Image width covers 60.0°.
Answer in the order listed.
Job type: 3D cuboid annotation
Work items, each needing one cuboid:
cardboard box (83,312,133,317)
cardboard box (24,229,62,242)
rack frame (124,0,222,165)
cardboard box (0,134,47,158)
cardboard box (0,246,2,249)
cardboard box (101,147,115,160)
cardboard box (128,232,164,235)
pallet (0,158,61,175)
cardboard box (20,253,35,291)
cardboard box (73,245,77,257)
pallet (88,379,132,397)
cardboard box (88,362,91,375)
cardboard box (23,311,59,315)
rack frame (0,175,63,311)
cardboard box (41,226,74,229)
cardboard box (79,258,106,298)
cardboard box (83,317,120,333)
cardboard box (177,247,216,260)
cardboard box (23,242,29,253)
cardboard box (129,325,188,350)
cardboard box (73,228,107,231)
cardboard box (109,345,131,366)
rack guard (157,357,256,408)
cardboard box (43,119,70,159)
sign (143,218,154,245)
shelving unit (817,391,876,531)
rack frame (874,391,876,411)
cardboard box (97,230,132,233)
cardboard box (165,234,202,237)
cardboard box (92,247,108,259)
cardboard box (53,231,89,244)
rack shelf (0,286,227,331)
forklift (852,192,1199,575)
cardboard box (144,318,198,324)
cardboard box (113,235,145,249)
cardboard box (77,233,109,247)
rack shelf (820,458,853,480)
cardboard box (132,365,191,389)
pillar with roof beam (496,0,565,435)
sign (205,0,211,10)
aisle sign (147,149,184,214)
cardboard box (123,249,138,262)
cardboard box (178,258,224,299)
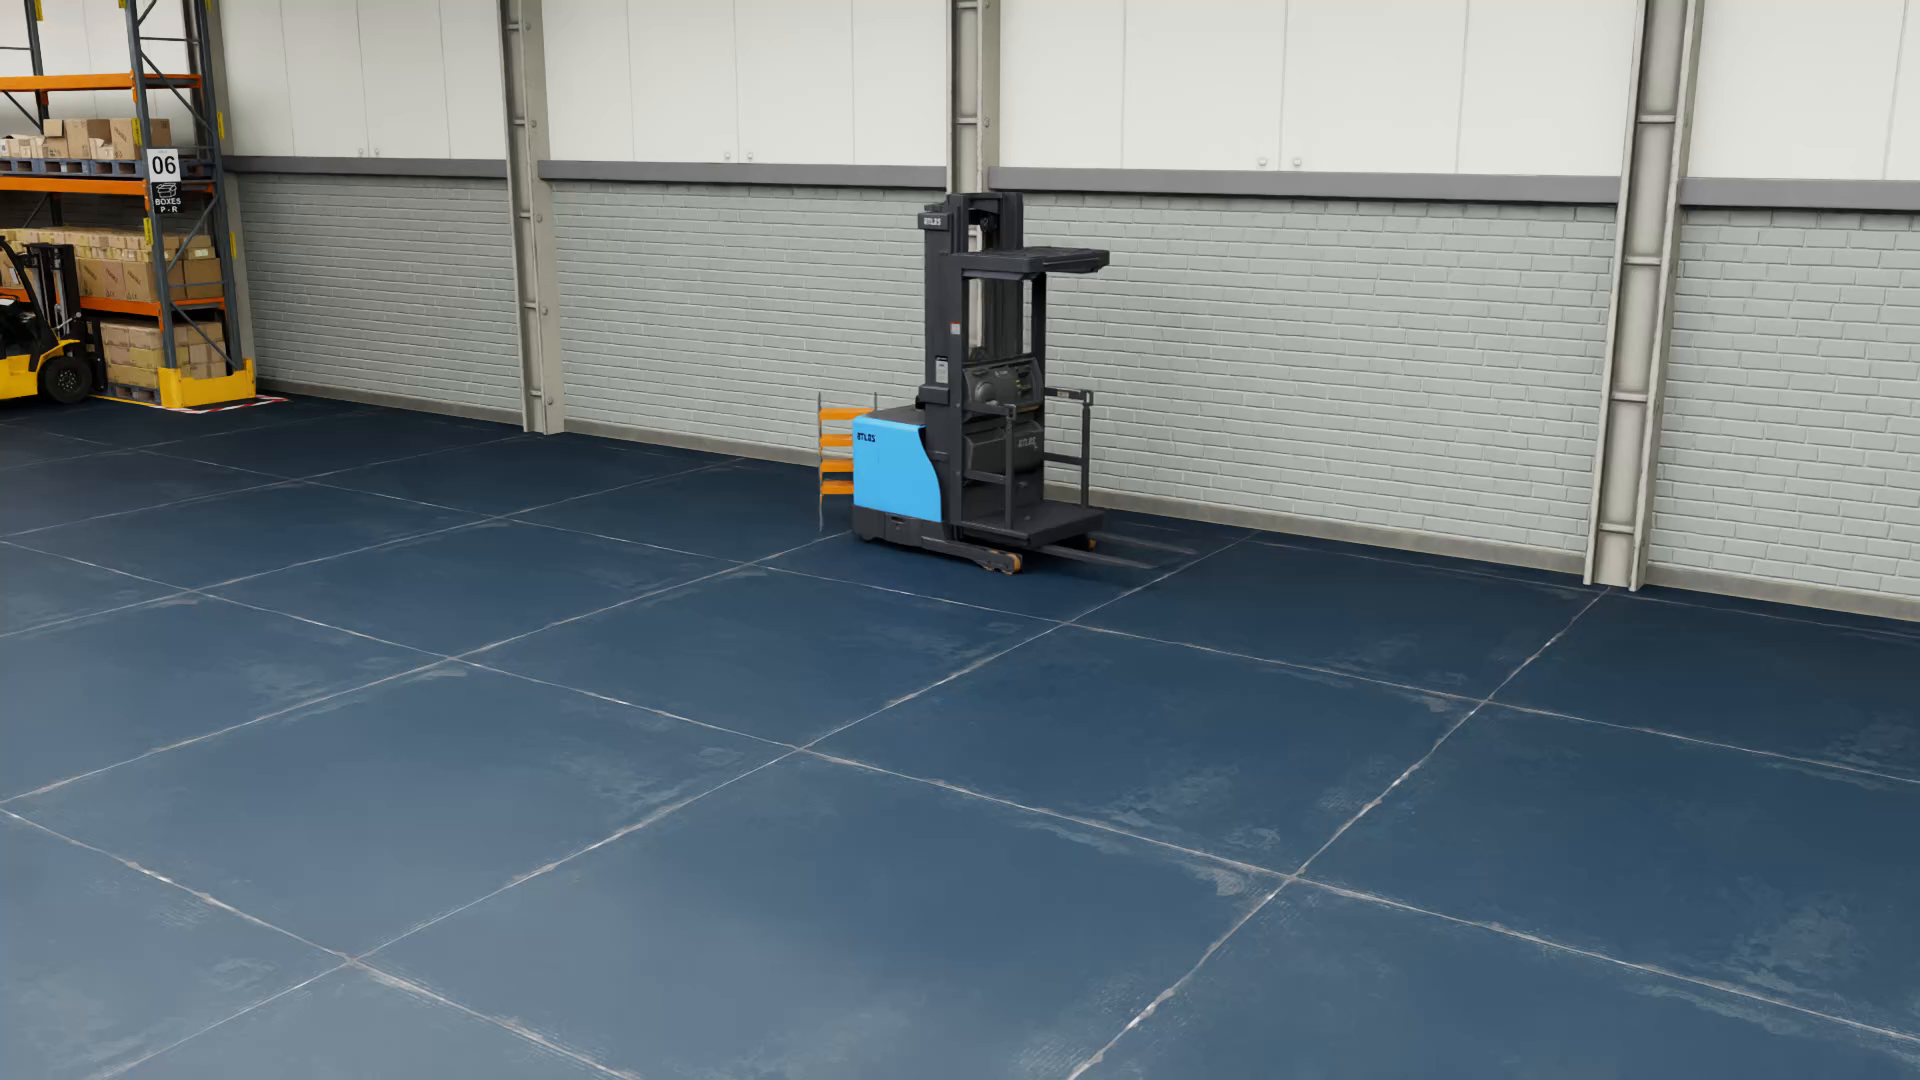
[{"bbox_3d":[-11.724,-2.988,22.919,0.500,0.250,0.500,9,17,33],"label":"cardboard box"},{"bbox_3d":[-12.498,-4.153,22.680,0.250,0.149,0.380,9,16,32],"label":"cardboard box"},{"bbox_3d":[-9.762,-6.172,20.529,0.127,3.000,1.000,9,17,33],"label":"rack frame"},{"bbox_3d":[-12.527,-5.301,22.358,0.500,0.311,0.500,10,17,34],"label":"cardboard box"},{"bbox_3d":[-13.489,-4.161,23.333,0.250,0.149,0.380,10,17,35],"label":"cardboard box"},{"bbox_3d":[-10.619,-4.897,21.062,0.250,0.149,0.380,9,16,31],"label":"cardboard box"},{"bbox_3d":[-10.777,-3.996,22.048,0.250,0.149,0.380,10,17,35],"label":"cardboard box"},{"bbox_3d":[-12.359,-5.100,22.626,1.213,0.211,1.003,9,17,33],"label":"pallet"},{"bbox_3d":[-12.417,-3.667,22.686,0.500,0.500,0.500,10,17,34],"label":"cardboard box"},{"bbox_3d":[-11.692,-3.853,22.089,0.250,0.149,0.380,9,16,32],"label":"cardboard box"},{"bbox_3d":[-11.428,-2.165,22.627,1.213,0.211,1.003,9,17,33],"label":"pallet"},{"bbox_3d":[-11.589,-2.332,22.349,0.500,0.250,0.500,10,17,35],"label":"cardboard box"},{"bbox_3d":[-12.855,-3.024,23.062,0.500,0.250,0.500,9,16,32],"label":"cardboard box"},{"bbox_3d":[-13.081,-3.796,23.417,0.127,3.000,1.000,9,17,33],"label":"rack frame"},{"bbox_3d":[-12.648,-4.322,23.362,0.250,0.149,0.380,9,17,33],"label":"cardboard box"},{"bbox_3d":[-11.168,-3.462,21.859,0.500,0.500,0.500,9,16,32],"label":"cardboard box"},{"bbox_3d":[-11.586,-2.817,22.226,0.500,0.250,0.500,9,16,32],"label":"cardboard box"},{"bbox_3d":[-9.899,-3.721,21.553,0.250,0.149,0.380,9,16,31],"label":"cardboard box"},{"bbox_3d":[-12.516,-4.001,22.685,0.250,0.149,0.380,9,17,33],"label":"cardboard box"},{"bbox_3d":[-10.318,-2.614,21.408,0.500,0.250,0.500,10,17,35],"label":"cardboard box"},{"bbox_3d":[-11.993,-4.226,22.975,0.250,0.149,0.380,9,16,32],"label":"cardboard box"},{"bbox_3d":[-10.751,-2.444,21.762,0.500,0.250,0.500,9,17,32],"label":"cardboard box"},{"bbox_3d":[-9.742,-2.043,21.538,0.348,0.500,1.175,9,17,33],"label":"rack guard"},{"bbox_3d":[-11.524,-5.273,21.842,0.637,0.503,0.797,10,17,35],"label":"cardboard box"},{"bbox_3d":[-10.077,-3.831,20.653,0.005,0.325,0.100,9,17,33],"label":"sign"},{"bbox_3d":[-0.983,-0.692,14.620,0.503,1.200,0.258,0,14,-2],"label":"shelving unit"},{"bbox_3d":[-0.739,-0.694,14.628,0.015,1.200,0.240,0,14,-2],"label":"rack frame"},{"bbox_3d":[-11.410,-4.103,22.480,0.250,0.149,0.380,10,17,34],"label":"cardboard box"},{"bbox_3d":[-10.107,-3.904,21.673,0.250,0.149,0.380,10,17,35],"label":"cardboard box"},{"bbox_3d":[-11.063,-3.751,21.677,0.250,0.149,0.380,9,16,31],"label":"cardboard box"},{"bbox_3d":[-11.869,-4.045,22.246,0.250,0.149,0.380,9,17,33],"label":"cardboard box"},{"bbox_3d":[-11.422,-3.179,22.420,4.000,0.370,1.077,9,17,33],"label":"rack shelf"},{"bbox_3d":[0.514,-1.287,13.423,3.031,2.935,1.130,12,18,40],"label":"forklift"},{"bbox_3d":[-10.472,-2.783,22.091,0.500,0.250,0.500,9,17,33],"label":"cardboard box"},{"bbox_3d":[-10.631,-3.830,21.377,0.250,0.149,0.380,10,17,34],"label":"cardboard box"},{"bbox_3d":[-11.292,-3.925,21.760,0.250,0.149,0.380,10,17,34],"label":"cardboard box"},{"bbox_3d":[-0.983,-0.626,14.636,0.480,0.148,0.258,0,14,-2],"label":"rack shelf"},{"bbox_3d":[-10.328,-2.129,21.530,0.500,0.250,0.500,9,17,33],"label":"cardboard box"},{"bbox_3d":[-7.261,-4.782,14.915,0.400,9.000,9.100,9,17,33],"label":"pillar with roof beam"},{"bbox_3d":[-9.447,-6.812,20.842,0.005,0.325,0.100,9,17,33],"label":"sign"},{"bbox_3d":[-9.872,-4.455,20.666,0.004,0.787,0.394,9,17,33],"label":"aisle sign"},{"bbox_3d":[-10.435,-3.642,21.237,0.250,0.149,0.380,9,17,34],"label":"cardboard box"},{"bbox_3d":[-10.018,-3.430,21.730,0.500,0.500,0.500,10,17,35],"label":"cardboard box"}]
